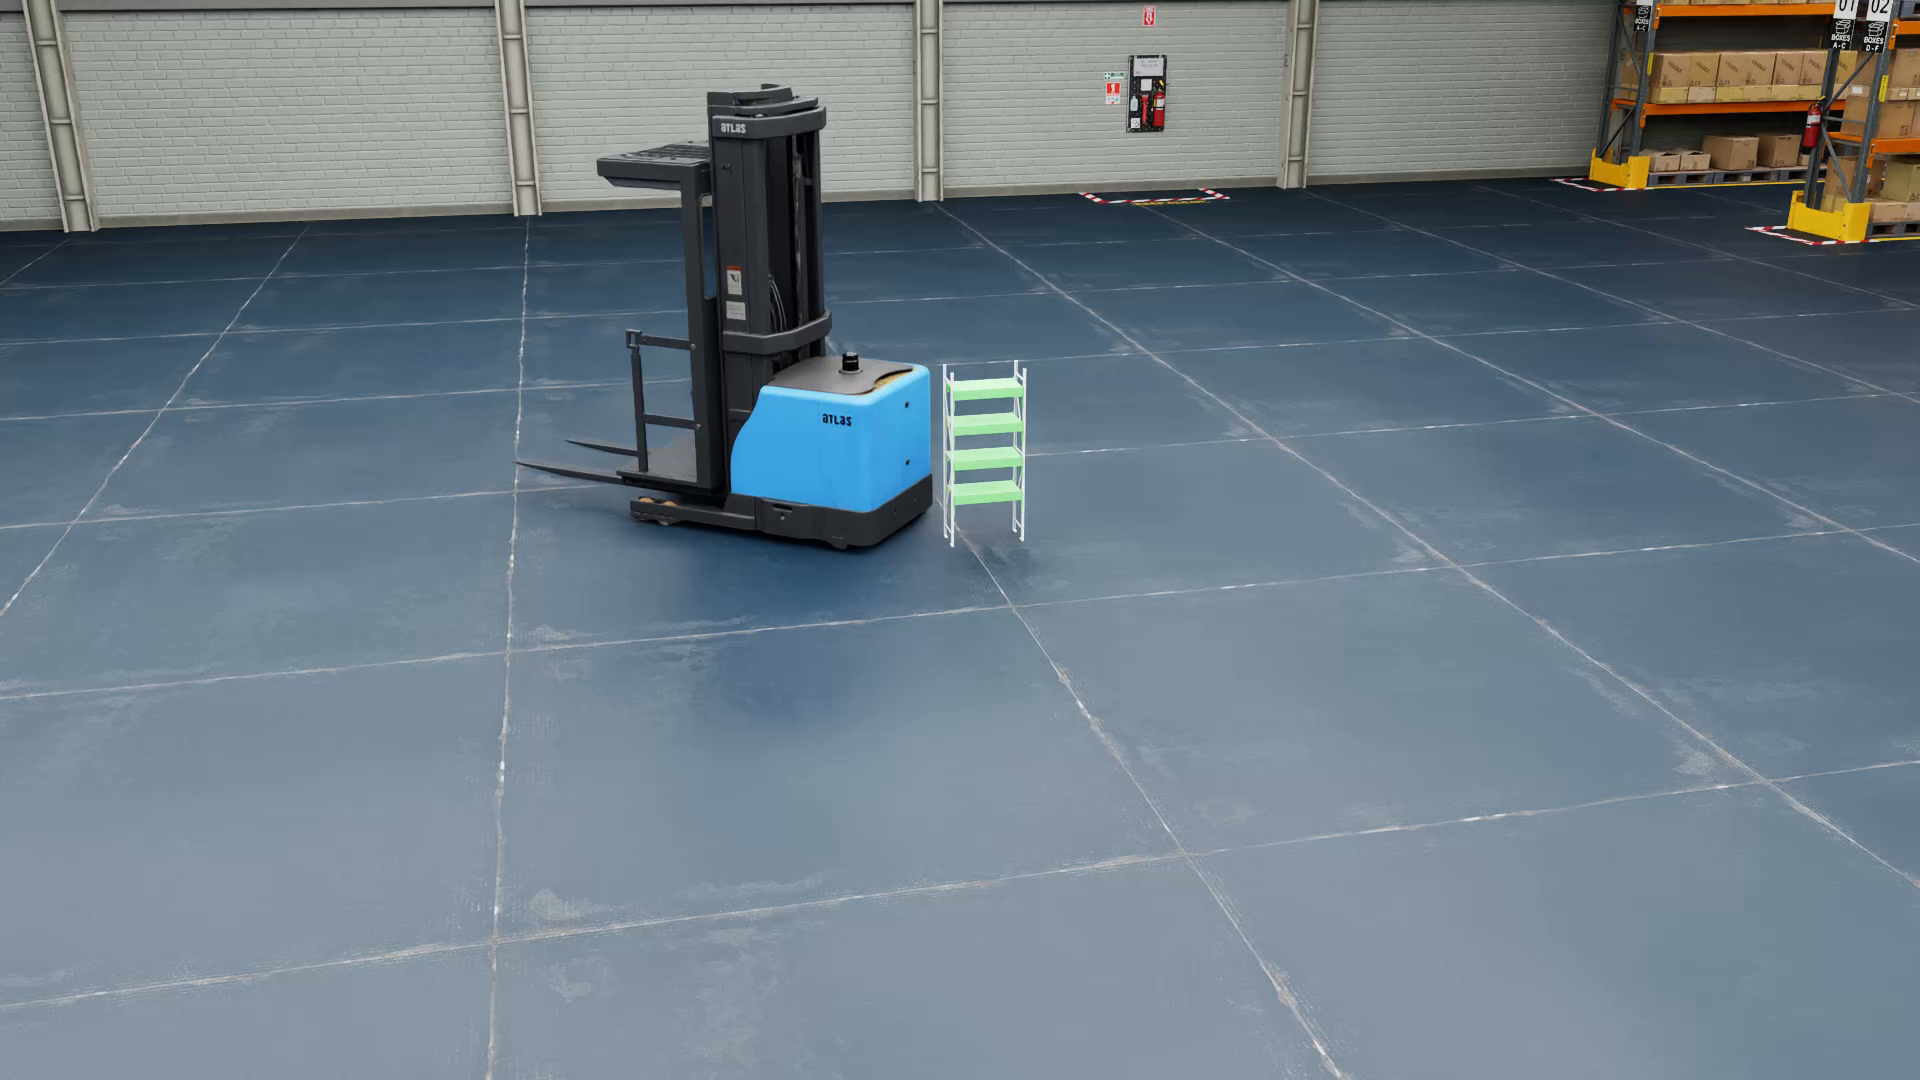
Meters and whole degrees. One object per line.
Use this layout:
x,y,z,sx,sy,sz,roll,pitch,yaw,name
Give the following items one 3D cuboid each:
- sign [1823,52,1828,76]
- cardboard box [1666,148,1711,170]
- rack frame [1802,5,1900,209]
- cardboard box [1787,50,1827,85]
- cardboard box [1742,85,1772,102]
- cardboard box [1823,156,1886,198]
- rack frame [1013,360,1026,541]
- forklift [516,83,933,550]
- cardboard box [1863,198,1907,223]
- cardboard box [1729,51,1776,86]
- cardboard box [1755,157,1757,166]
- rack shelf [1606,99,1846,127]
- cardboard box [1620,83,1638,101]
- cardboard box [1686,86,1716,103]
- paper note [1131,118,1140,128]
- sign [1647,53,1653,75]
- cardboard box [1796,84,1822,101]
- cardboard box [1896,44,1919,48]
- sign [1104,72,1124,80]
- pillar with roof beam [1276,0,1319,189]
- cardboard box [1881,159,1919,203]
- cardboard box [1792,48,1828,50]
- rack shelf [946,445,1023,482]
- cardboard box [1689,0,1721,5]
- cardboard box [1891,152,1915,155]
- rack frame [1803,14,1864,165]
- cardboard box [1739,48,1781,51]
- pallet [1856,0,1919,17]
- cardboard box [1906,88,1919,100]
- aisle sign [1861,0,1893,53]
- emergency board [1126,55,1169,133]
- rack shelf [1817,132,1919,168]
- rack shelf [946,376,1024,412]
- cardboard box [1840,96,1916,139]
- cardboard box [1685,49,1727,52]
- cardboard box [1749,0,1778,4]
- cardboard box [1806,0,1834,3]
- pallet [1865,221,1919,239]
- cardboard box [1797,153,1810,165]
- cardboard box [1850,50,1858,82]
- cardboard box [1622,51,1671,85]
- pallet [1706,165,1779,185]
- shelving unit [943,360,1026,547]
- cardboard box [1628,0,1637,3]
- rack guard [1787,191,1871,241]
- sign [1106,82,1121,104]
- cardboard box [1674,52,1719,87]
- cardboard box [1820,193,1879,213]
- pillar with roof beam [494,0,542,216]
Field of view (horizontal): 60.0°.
11.747,-6.439,22.504,0.005,0.325,0.100,-5,21,-12,sign
11.964,-6.273,27.348,0.500,0.311,0.500,-3,20,-8,cardboard box
11.858,-5.601,22.245,0.127,3.000,1.000,-5,21,-12,rack frame
13.734,-7.685,27.031,0.500,0.500,0.500,-5,21,-13,cardboard box
12.754,-7.254,26.946,0.500,0.250,0.500,-4,21,-12,cardboard box
12.312,-5.002,22.905,0.500,0.500,0.500,-5,21,-12,cardboard box
0.399,-0.596,11.197,0.015,1.200,0.240,-5,21,-12,rack frame
-1.755,-1.632,11.508,3.031,2.935,1.130,9,22,23,forklift
12.432,-4.476,22.558,0.500,0.250,0.500,-5,21,-12,cardboard box
12.736,-7.607,26.819,0.500,0.500,0.500,-4,20,-11,cardboard box
13.046,-6.324,27.723,0.250,0.149,0.380,-6,21,-17,cardboard box
12.661,-7.080,27.327,4.000,0.370,1.077,-5,21,-12,rack shelf
11.125,-7.300,27.071,0.500,0.250,0.500,-4,21,-12,cardboard box
11.765,-7.177,26.734,0.500,0.250,0.500,-5,21,-14,cardboard box
2.756,-6.542,26.093,0.142,0.148,0.016,-5,21,-12,paper note
10.840,-7.484,26.126,0.005,0.325,0.100,-5,21,-12,sign
13.730,-7.339,27.178,0.500,0.250,0.500,-5,21,-12,cardboard box
12.878,-6.338,22.224,0.500,0.500,0.700,-5,21,-14,cardboard box
2.389,-7.200,25.787,0.331,0.109,0.001,-5,21,-12,sign
6.349,-8.505,21.450,0.400,9.000,9.100,-5,21,-12,pillar with roof beam
12.918,-4.868,22.539,0.500,0.500,0.500,-5,21,-12,cardboard box
14.102,-7.900,27.618,0.500,0.500,0.500,-5,21,-14,cardboard box
0.161,-0.516,11.166,0.480,0.148,0.258,-5,21,-12,rack shelf
11.629,-8.697,26.162,0.500,0.500,0.500,-3,20,-9,cardboard box
15.811,-6.730,28.321,0.500,0.500,0.700,-5,21,-14,cardboard box
14.608,-7.576,27.635,0.127,3.000,1.000,-5,21,-12,rack frame
13.112,-7.822,27.407,0.500,0.500,0.500,-4,21,-11,cardboard box
12.552,-7.016,21.874,1.213,0.211,1.003,-5,21,-12,pallet
12.546,-5.934,22.064,0.250,0.149,0.380,-5,21,-14,cardboard box
11.865,-6.714,21.504,0.004,0.787,0.394,-5,21,-12,aisle sign
2.944,-6.947,25.917,0.643,1.169,0.194,-5,21,-12,emergency board
13.805,-5.422,22.801,4.000,0.370,1.077,-5,21,-12,rack shelf
0.161,-0.967,11.001,0.480,0.148,0.258,-5,21,-12,rack shelf
12.316,-5.681,22.317,0.500,0.500,0.700,-5,21,-12,cardboard box
12.119,-7.738,27.176,0.500,0.500,0.500,-5,21,-14,cardboard box
12.650,-8.789,26.413,0.500,0.500,0.500,-3,20,-9,cardboard box
13.678,-8.882,26.666,0.500,0.500,0.500,-6,21,-17,cardboard box
12.593,-4.367,22.928,1.213,0.211,1.003,-5,21,-12,pallet
14.094,-6.400,27.904,0.250,0.166,0.380,-7,21,-20,cardboard box
15.111,-7.858,27.621,0.500,0.500,0.700,-5,21,-12,cardboard box
11.125,-7.659,26.960,0.500,0.500,0.500,-5,21,-13,cardboard box
12.773,-6.104,27.671,1.213,0.211,1.003,-5,21,-12,pallet
0.161,-0.576,11.144,0.503,1.200,0.258,-5,21,-12,shelving unit
11.063,-8.842,26.556,0.500,0.500,0.500,-3,20,-9,cardboard box
11.835,-4.426,22.670,0.348,0.500,1.175,-5,21,-12,rack guard
2.383,-6.954,25.886,0.234,0.329,0.001,-5,21,-12,sign
11.732,-7.523,26.590,0.500,0.500,0.500,-5,21,-12,cardboard box
12.312,-4.649,23.032,0.500,0.250,0.500,-5,21,-12,cardboard box
-5.329,-7.556,18.858,0.400,9.000,9.100,-5,21,-12,pillar with roof beam
